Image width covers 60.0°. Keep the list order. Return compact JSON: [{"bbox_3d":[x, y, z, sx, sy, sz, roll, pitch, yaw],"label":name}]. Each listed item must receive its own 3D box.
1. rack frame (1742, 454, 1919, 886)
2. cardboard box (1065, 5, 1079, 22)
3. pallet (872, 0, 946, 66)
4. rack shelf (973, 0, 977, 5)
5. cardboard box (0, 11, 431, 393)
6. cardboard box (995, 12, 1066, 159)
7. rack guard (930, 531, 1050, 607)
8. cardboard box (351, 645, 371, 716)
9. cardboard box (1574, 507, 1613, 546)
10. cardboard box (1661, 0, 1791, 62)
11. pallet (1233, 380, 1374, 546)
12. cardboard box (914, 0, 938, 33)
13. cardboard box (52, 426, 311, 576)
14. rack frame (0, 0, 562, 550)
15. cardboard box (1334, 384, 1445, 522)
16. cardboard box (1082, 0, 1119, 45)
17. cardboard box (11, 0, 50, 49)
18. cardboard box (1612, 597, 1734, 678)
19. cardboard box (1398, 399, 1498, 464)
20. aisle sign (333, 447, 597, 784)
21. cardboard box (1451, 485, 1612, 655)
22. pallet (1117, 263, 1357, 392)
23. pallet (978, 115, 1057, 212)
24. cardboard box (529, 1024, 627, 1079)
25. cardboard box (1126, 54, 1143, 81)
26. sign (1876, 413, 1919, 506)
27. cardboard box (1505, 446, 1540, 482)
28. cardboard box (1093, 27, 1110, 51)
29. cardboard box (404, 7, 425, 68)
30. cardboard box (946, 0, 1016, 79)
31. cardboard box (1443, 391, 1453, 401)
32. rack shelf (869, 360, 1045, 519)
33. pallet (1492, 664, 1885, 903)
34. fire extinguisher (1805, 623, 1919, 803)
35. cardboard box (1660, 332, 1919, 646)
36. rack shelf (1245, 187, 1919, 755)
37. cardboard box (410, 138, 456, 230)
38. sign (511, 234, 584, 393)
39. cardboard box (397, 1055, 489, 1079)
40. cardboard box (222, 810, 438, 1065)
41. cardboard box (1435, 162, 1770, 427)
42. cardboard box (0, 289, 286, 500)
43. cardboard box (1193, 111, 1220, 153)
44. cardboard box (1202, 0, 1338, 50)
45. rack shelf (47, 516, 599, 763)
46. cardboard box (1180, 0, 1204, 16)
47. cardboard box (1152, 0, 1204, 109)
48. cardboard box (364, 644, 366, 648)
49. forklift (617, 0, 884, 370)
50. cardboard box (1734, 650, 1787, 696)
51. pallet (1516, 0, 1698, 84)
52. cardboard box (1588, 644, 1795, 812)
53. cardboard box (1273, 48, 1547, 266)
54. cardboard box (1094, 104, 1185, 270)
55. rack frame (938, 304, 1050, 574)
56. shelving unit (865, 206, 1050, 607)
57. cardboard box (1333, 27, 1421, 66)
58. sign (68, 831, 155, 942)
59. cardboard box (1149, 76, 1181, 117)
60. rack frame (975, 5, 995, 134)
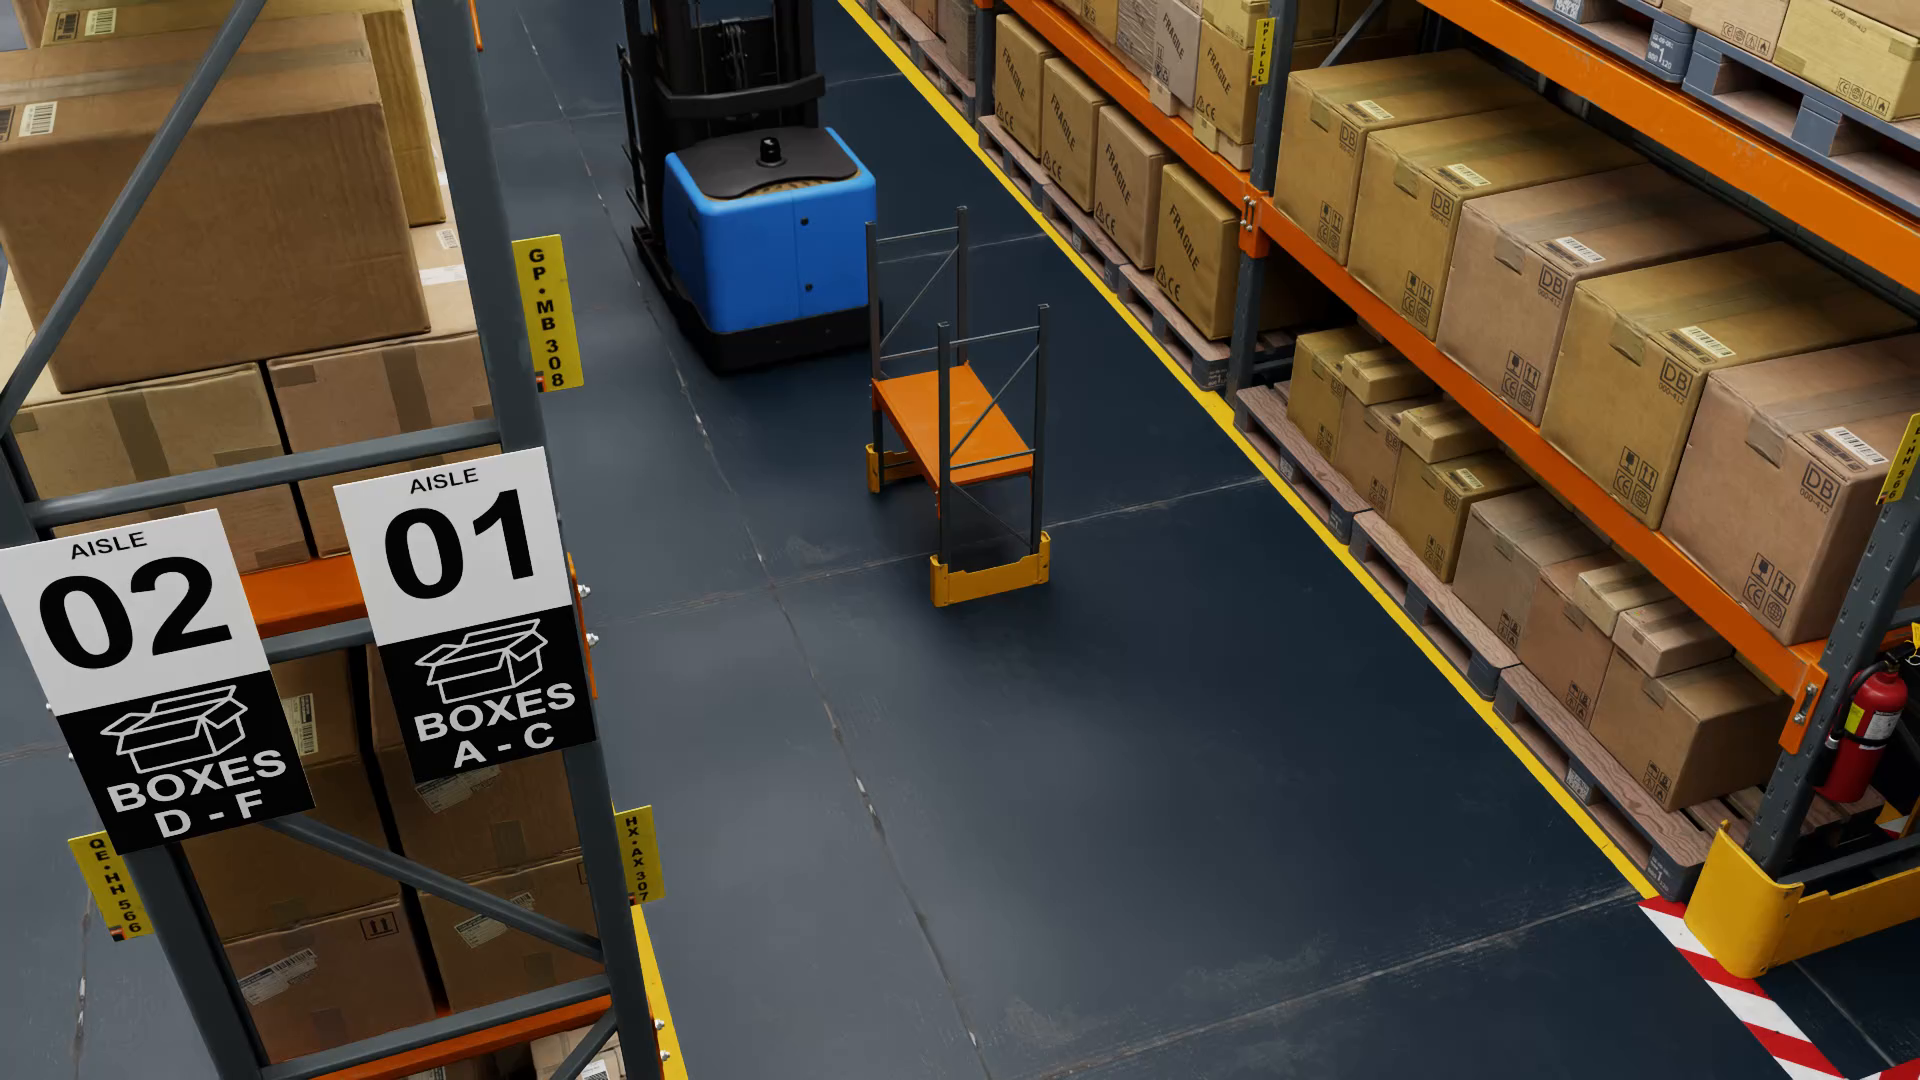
[{"bbox_3d":[3.354,0.207,5.543,1.000,3.000,0.127,-12,39,-16],"label":"rack frame"},{"bbox_3d":[0.887,-3.413,10.541,0.380,0.149,0.250,-12,39,-15],"label":"cardboard box"},{"bbox_3d":[-0.083,-4.329,13.882,1.003,0.211,1.213,-12,39,-16],"label":"pallet"},{"bbox_3d":[-0.088,-5.155,13.259,1.077,0.370,4.000,-12,39,-16],"label":"rack shelf"},{"bbox_3d":[-1.488,-0.690,3.326,0.700,0.500,0.500,-12,39,-16],"label":"cardboard box"},{"bbox_3d":[0.730,-3.179,11.476,0.750,0.750,0.750,-13,39,-17],"label":"cardboard box"},{"bbox_3d":[0.145,0.138,7.919,0.587,0.250,0.087,-12,39,-16],"label":"rack guard"},{"bbox_3d":[-1.882,0.315,4.485,0.500,0.500,0.500,-11,38,-15],"label":"cardboard box"},{"bbox_3d":[2.901,-0.138,7.190,0.380,0.149,0.250,-12,39,-15],"label":"cardboard box"},{"bbox_3d":[2.672,-1.792,5.396,0.500,0.250,0.500,-14,39,-18],"label":"cardboard box"},{"bbox_3d":[2.165,-0.493,8.790,1.003,0.211,1.213,-12,39,-16],"label":"pallet"},{"bbox_3d":[0.038,-4.476,13.471,0.700,0.500,0.500,-13,39,-16],"label":"cardboard box"},{"bbox_3d":[-1.721,-0.140,3.634,0.500,0.250,0.500,-12,39,-16],"label":"cardboard box"},{"bbox_3d":[-1.296,-1.162,2.374,1.000,3.000,0.127,-12,39,-16],"label":"rack frame"},{"bbox_3d":[2.308,-0.494,8.202,0.700,0.500,0.500,-13,39,-16],"label":"cardboard box"},{"bbox_3d":[1.055,-3.281,9.826,0.500,0.500,0.500,-11,38,-15],"label":"cardboard box"},{"bbox_3d":[-1.854,-1.250,4.070,0.700,0.500,0.500,-12,39,-16],"label":"cardboard box"},{"bbox_3d":[2.803,0.369,6.517,0.380,0.149,0.250,-13,39,-16],"label":"cardboard box"},{"bbox_3d":[2.264,-0.512,7.686,0.380,0.149,0.250,-14,39,-17],"label":"cardboard box"},{"bbox_3d":[-0.997,0.174,3.426,0.394,0.787,0.004,-12,39,-16],"label":"aisle sign"},{"bbox_3d":[2.673,0.096,7.419,0.700,0.500,0.500,-14,39,-17],"label":"cardboard box"},{"bbox_3d":[1.641,-1.360,9.940,1.003,0.211,1.213,-12,39,-16],"label":"pallet"},{"bbox_3d":[0.801,-2.738,11.770,1.003,0.211,1.213,-12,39,-16],"label":"pallet"},{"bbox_3d":[-1.204,1.741,5.495,0.380,0.166,0.250,-12,39,-16],"label":"cardboard box"},{"bbox_3d":[1.199,-2.820,9.753,0.380,0.149,0.250,-13,39,-17],"label":"cardboard box"},{"bbox_3d":[2.839,-0.246,4.985,0.100,0.325,0.005,-12,39,-16],"label":"sign"},{"bbox_3d":[2.725,-0.426,7.573,0.380,0.149,0.250,-13,39,-17],"label":"cardboard box"},{"bbox_3d":[1.034,-3.122,10.154,0.380,0.149,0.250,-12,39,-16],"label":"cardboard box"},{"bbox_3d":[-1.740,-1.296,4.754,0.500,0.250,0.500,-12,39,-16],"label":"cardboard box"},{"bbox_3d":[0.304,-3.886,12.688,0.700,0.500,0.500,-12,39,-15],"label":"cardboard box"},{"bbox_3d":[2.549,-0.715,7.956,0.380,0.149,0.250,-14,39,-17],"label":"cardboard box"},{"bbox_3d":[-0.029,-0.504,8.031,0.538,0.185,1.000,-12,39,-16],"label":"rack shelf"},{"bbox_3d":[3.005,0.885,6.960,1.003,0.211,1.213,-12,39,-16],"label":"pallet"},{"bbox_3d":[2.972,0.567,5.439,0.296,0.674,0.183,-12,39,-16],"label":"fire extinguisher"},{"bbox_3d":[3.169,-0.199,5.833,0.980,0.700,0.700,-11,38,-14],"label":"cardboard box"},{"bbox_3d":[2.665,-0.636,7.259,1.077,0.370,4.000,-12,39,-16],"label":"rack shelf"},{"bbox_3d":[-1.394,-0.732,4.005,0.500,0.250,0.500,-12,39,-16],"label":"cardboard box"},{"bbox_3d":[-0.787,-0.425,3.162,0.100,0.325,0.005,-12,39,-16],"label":"sign"},{"bbox_3d":[-1.715,1.801,5.138,0.500,0.500,0.500,-12,39,-16],"label":"cardboard box"},{"bbox_3d":[-1.706,0.998,4.410,0.500,0.500,0.500,-11,38,-15],"label":"cardboard box"},{"bbox_3d":[2.654,-1.041,6.949,0.980,0.700,0.700,-14,39,-18],"label":"cardboard box"},{"bbox_3d":[-1.713,-0.341,3.486,0.500,0.250,0.500,-12,39,-16],"label":"cardboard box"},{"bbox_3d":[1.486,-2.231,8.971,0.380,0.149,0.250,-12,39,-15],"label":"cardboard box"},{"bbox_3d":[1.576,-2.730,8.472,0.500,0.250,0.500,-12,38,-15],"label":"cardboard box"},{"bbox_3d":[-1.985,-0.806,4.993,1.077,0.370,4.000,-12,39,-16],"label":"rack shelf"},{"bbox_3d":[1.409,-3.021,8.858,0.500,0.250,0.500,-12,39,-15],"label":"cardboard box"},{"bbox_3d":[1.397,-2.715,9.074,0.500,0.500,0.500,-12,39,-16],"label":"cardboard box"},{"bbox_3d":[-1.388,0.196,4.643,0.500,0.500,0.500,-12,39,-15],"label":"cardboard box"},{"bbox_3d":[-1.479,-3.023,9.888,1.130,2.935,3.031,-14,39,-18],"label":"forklift"},{"bbox_3d":[3.250,0.433,6.432,0.380,0.149,0.250,-12,39,-16],"label":"cardboard box"},{"bbox_3d":[2.665,-2.063,6.137,1.003,0.211,1.213,-12,39,-16],"label":"pallet"},{"bbox_3d":[3.019,0.663,6.666,0.700,0.500,0.500,-12,39,-16],"label":"cardboard box"},{"bbox_3d":[2.148,-1.863,8.041,0.980,0.700,0.700,-12,39,-15],"label":"cardboard box"},{"bbox_3d":[1.323,-2.204,10.181,0.750,0.750,0.750,-11,38,-15],"label":"cardboard box"},{"bbox_3d":[0.146,-0.360,7.542,0.500,1.500,0.032,-12,39,-16],"label":"rack frame"},{"bbox_3d":[-0.026,-0.642,7.916,0.587,1.500,1.083,-12,39,-16],"label":"shelving unit"},{"bbox_3d":[2.055,-2.532,8.832,0.500,0.500,0.500,-14,39,-17],"label":"cardboard box"},{"bbox_3d":[-1.824,0.749,3.598,0.100,0.325,0.005,-12,39,-16],"label":"sign"},{"bbox_3d":[1.293,-2.523,9.360,0.380,0.149,0.250,-12,39,-16],"label":"cardboard box"},{"bbox_3d":[0.601,-4.313,11.543,1.000,3.000,0.127,-12,39,-16],"label":"rack frame"}]
